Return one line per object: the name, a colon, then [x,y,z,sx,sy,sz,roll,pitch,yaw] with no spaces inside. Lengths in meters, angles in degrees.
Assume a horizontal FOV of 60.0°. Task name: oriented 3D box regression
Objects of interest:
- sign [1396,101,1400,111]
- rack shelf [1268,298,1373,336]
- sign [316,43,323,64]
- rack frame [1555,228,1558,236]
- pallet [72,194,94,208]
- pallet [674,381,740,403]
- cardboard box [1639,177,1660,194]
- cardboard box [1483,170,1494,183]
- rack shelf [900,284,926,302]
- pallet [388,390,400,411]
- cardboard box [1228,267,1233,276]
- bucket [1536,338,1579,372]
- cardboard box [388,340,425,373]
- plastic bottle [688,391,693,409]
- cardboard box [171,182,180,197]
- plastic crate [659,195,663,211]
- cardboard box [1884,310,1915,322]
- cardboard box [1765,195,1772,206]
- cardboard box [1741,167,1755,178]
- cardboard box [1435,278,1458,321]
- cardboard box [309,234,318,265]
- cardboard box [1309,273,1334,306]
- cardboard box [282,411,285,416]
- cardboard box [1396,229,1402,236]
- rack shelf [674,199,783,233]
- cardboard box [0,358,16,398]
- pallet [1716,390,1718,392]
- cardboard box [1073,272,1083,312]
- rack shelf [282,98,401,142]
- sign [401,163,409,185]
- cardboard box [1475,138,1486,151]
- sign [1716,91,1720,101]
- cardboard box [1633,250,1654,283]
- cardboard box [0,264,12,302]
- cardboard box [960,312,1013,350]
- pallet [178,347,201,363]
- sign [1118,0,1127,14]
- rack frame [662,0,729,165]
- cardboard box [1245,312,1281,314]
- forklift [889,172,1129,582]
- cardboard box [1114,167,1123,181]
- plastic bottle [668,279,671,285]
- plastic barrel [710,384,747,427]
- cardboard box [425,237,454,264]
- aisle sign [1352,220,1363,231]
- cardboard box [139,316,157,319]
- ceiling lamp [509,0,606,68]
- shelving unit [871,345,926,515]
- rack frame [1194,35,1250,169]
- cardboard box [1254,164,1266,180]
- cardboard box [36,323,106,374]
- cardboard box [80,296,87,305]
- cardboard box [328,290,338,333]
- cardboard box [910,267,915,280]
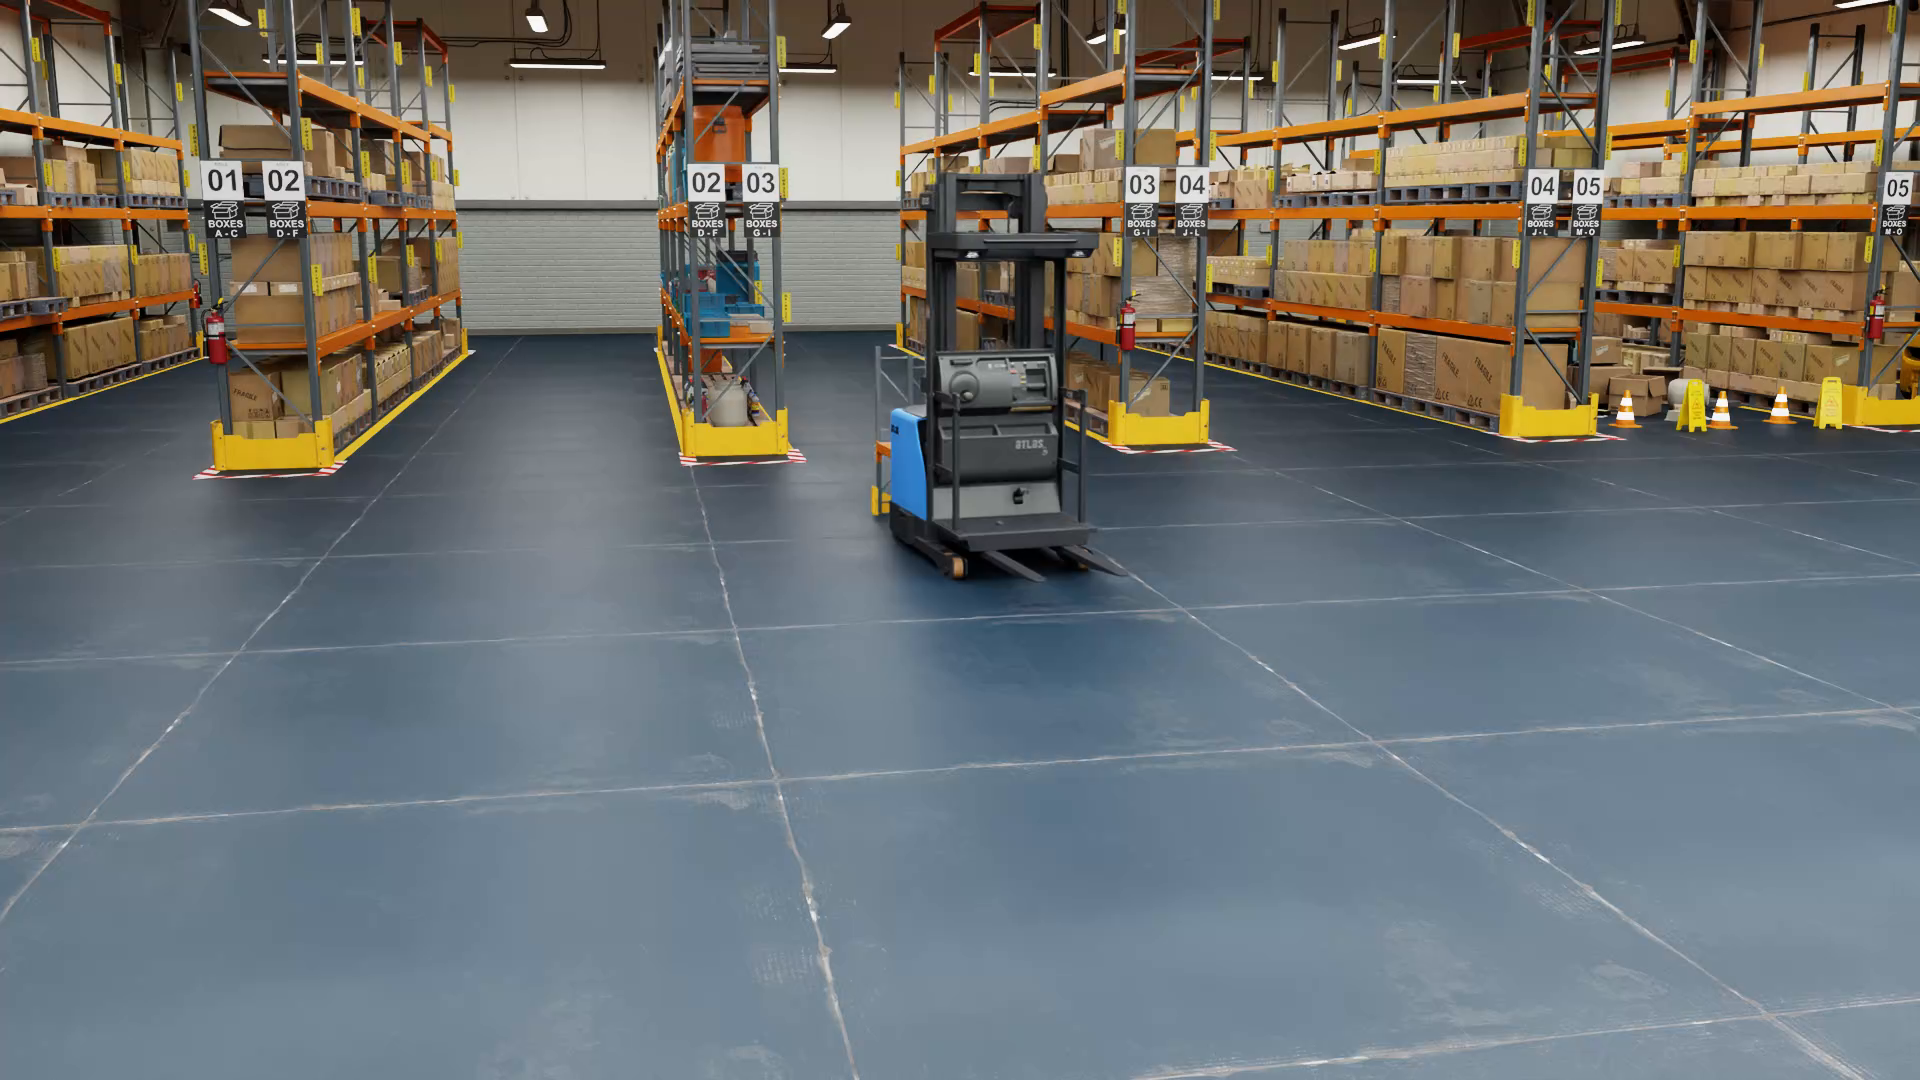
sign: [9.518,-9.381,36.204,0.100,0.325,0.005,-2,11,-11]
rack shelf: [6.092,-3.533,26.158,1.077,0.370,4.000,-2,11,-11]
sign: [-9.430,-7.155,24.510,0.100,0.325,0.005,-2,11,-11]
rack frame: [13.851,-6.100,37.722,1.000,3.000,0.127,-2,11,-11]
pallet: [-14.155,-5.252,25.753,1.003,0.211,1.213,-2,11,-8]
pallet: [-3.693,-2.174,24.555,1.003,0.211,1.213,-2,11,-11]
cardboard box: [10.968,-5.519,25.925,0.500,0.250,0.500,-2,11,-10]
cardboard box: [6.763,-4.533,20.749,0.380,0.149,0.250,-2,11,-10]
rack shelf: [-0.348,-4.838,33.017,1.077,0.370,4.000,-2,11,-11]
pallet: [-8.544,-1.986,23.565,1.003,0.211,1.213,-2,11,-11]
cardboard box: [4.959,-4.745,29.355,0.380,0.149,0.250,-2,11,-11]
bucket: [8.769,-2.717,24.637,0.726,0.611,0.620,2,1,9]
cardboard box: [-8.815,-2.909,26.468,0.500,0.500,0.500,-3,11,-13]
plastic bottle: [-3.320,-1.715,20.794,0.152,0.276,0.135,-2,11,-13]
cardboard box: [-14.911,-6.548,31.067,0.500,0.250,0.500,-2,11,-9]
plastic crate: [-5.467,-6.376,31.466,0.437,0.282,0.530,-2,11,-11]
cardboard box: [12.232,-2.930,21.743,0.380,0.149,0.250,-2,11,-11]
cardboard box: [11.437,-4.718,23.114,0.380,0.149,0.250,-2,11,-11]
cardboard box: [11.303,-5.202,23.520,0.380,0.149,0.250,-2,11,-13]
cardboard box: [6.885,-3.229,22.236,0.875,0.550,0.500,-2,11,-11]
cardboard box: [-7.540,-3.143,18.448,0.700,0.500,0.500,-2,11,-12]
cardboard box: [5.820,-3.933,26.068,0.500,0.500,0.500,-2,11,-12]
cardboard box: [-7.847,-1.299,18.727,0.500,0.250,0.500,-2,11,-11]
cardboard box: [9.203,-6.326,34.232,0.380,0.149,0.250,-2,11,-12]
rack shelf: [-2.873,-3.931,20.226,1.077,0.370,4.000,-2,11,-11]
cardboard box: [-13.456,-2.220,22.845,0.700,0.500,0.500,-2,11,-11]
pallet: [11.164,-2.491,26.217,1.003,0.211,1.213,-2,11,-11]
cardboard box: [1.939,-3.194,21.390,0.875,0.500,0.500,-2,11,-11]
rack shelf: [-8.510,-5.762,22.895,1.077,0.370,4.000,-2,11,-11]
sign: [-8.353,-5.516,25.040,0.100,0.325,0.005,-2,11,-11]
cardboard box: [6.712,-4.973,20.926,0.380,0.149,0.250,-2,11,-10]
sign: [15.173,-8.871,33.316,0.100,0.325,0.005,-2,11,-11]
cardboard box: [10.905,-4.287,26.009,0.500,0.500,0.500,-2,11,-11]
cardboard box: [-13.392,-3.502,22.631,0.700,0.500,0.500,-2,11,-11]
cardboard box: [0.705,-3.381,27.996,1.225,0.875,0.875,-3,11,-14]
pallet: [-15.081,-3.504,31.542,1.003,0.211,1.213,-2,11,-11]
sign: [1.826,-6.091,18.709,0.100,0.325,0.005,-2,11,-11]
rack frame: [-4.040,-6.858,25.660,1.000,3.000,0.127,-2,11,-11]
cardboard box: [5.522,-4.015,30.323,0.500,0.250,0.500,-3,11,-14]
forklift: [0.356,-1.236,12.351,1.130,2.935,3.031,-3,11,-18]
cardboard box: [2.014,-4.259,19.363,0.380,0.149,0.250,-2,11,-11]
plastic bottle: [-5.165,-4.504,29.652,0.061,0.283,0.133,-2,11,-11]
plastic barrel: [-2.687,-1.546,19.325,0.421,0.512,0.421,0,11,0]
cardboard box: [-9.894,-5.480,31.523,0.500,0.500,0.500,-2,11,-9]
aisle sign: [8.685,-7.198,36.541,0.394,0.787,0.004,-2,11,-11]
cardboard box: [-15.201,-4.113,31.110,0.380,0.149,0.250,-2,11,-11]
ceiling lamp: [-8.523,-11.596,34.941,2.000,3.185,0.800,-2,11,-11]
shelving unit: [-0.353,-0.895,14.389,0.587,1.500,1.083,-3,11,-18]
rack frame: [4.925,-7.933,31.311,1.000,3.000,0.127,-2,11,-11]
cardboard box: [5.255,-6.310,28.488,0.396,0.266,0.258,-2,11,-11]
cardboard box: [-13.936,-3.001,26.069,0.750,0.750,0.750,-2,11,-11]
cardboard box: [-13.872,-3.741,25.946,0.380,0.149,0.250,-2,11,-10]
cardboard box: [-7.725,-2.683,19.504,0.700,0.500,0.500,-2,11,-9]
cardboard box: [-0.707,-5.345,33.364,0.500,0.250,0.500,-2,11,-13]
